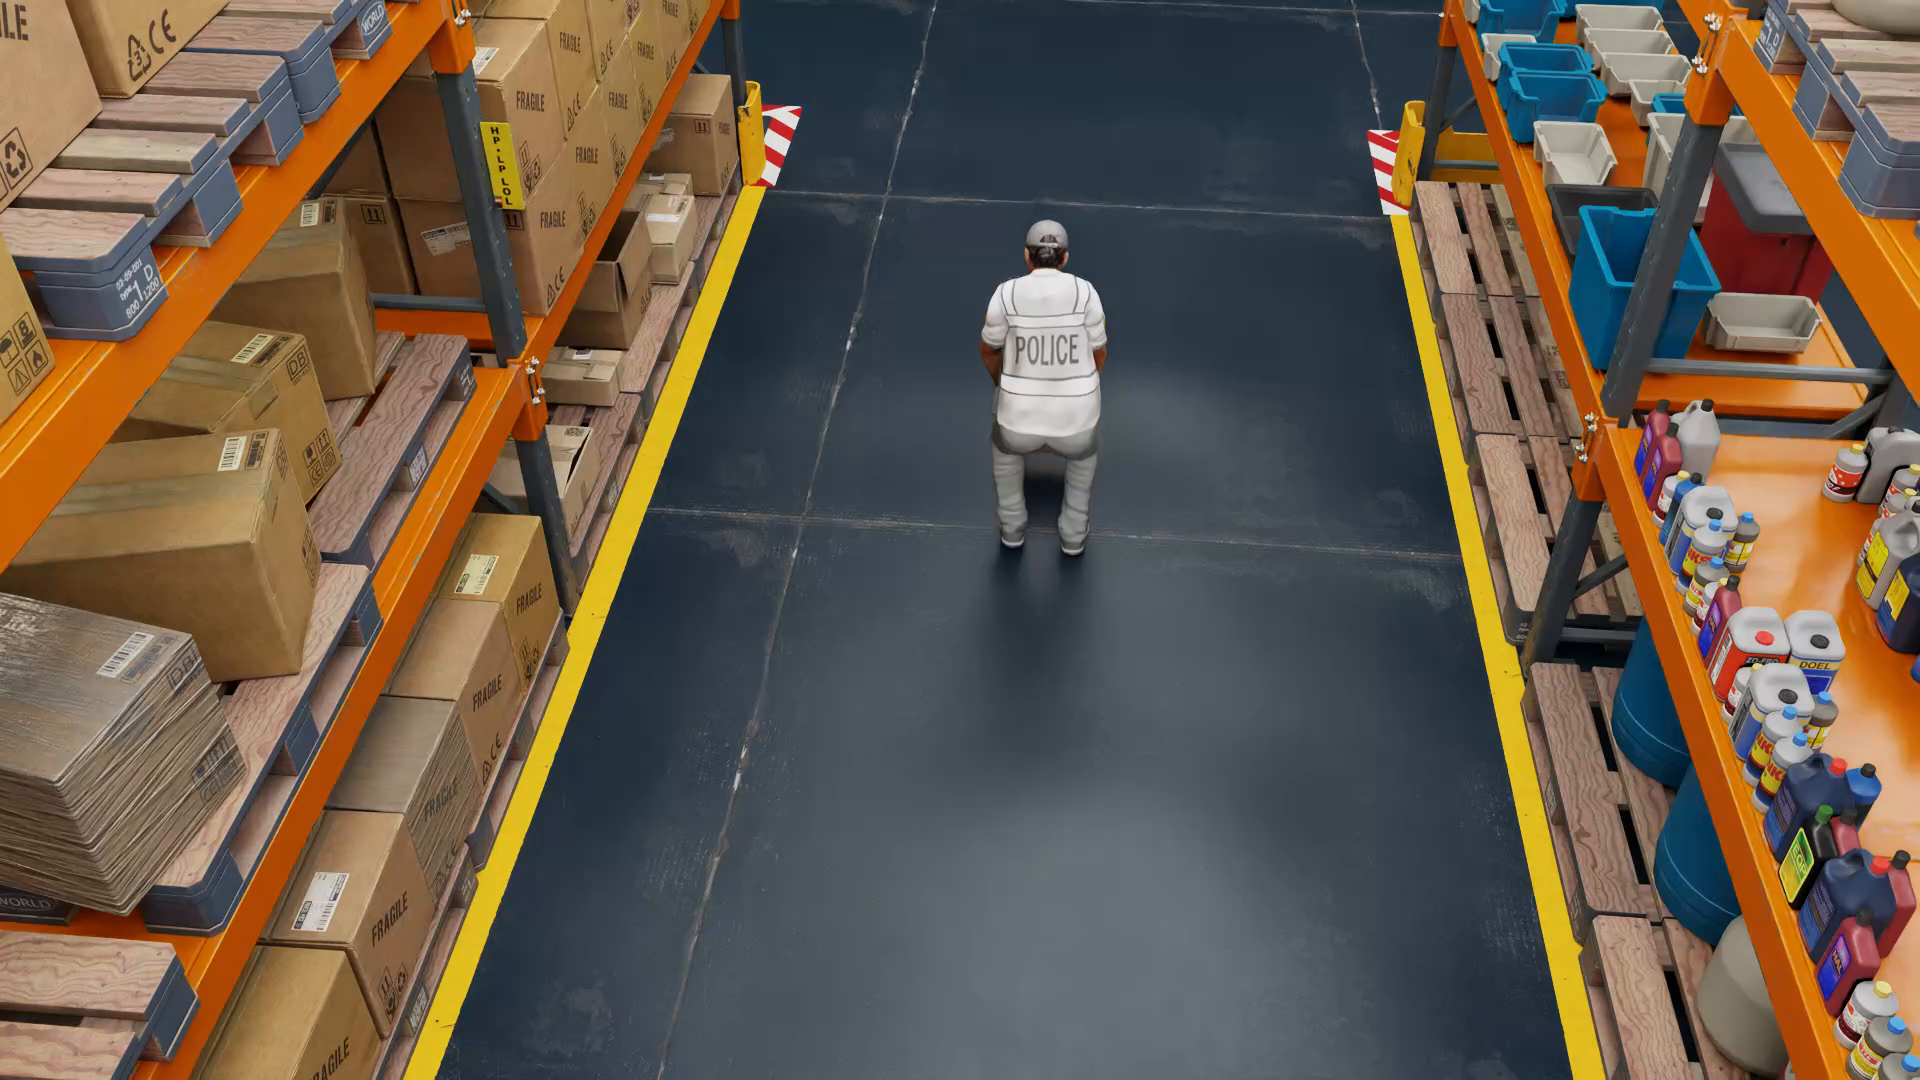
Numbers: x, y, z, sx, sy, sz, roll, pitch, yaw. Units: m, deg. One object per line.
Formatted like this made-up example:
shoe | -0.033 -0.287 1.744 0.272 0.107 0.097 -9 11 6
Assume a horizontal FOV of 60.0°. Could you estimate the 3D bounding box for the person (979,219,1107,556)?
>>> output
person | 0.340 -0.595 7.027 0.530 1.457 0.671 4 40 4
